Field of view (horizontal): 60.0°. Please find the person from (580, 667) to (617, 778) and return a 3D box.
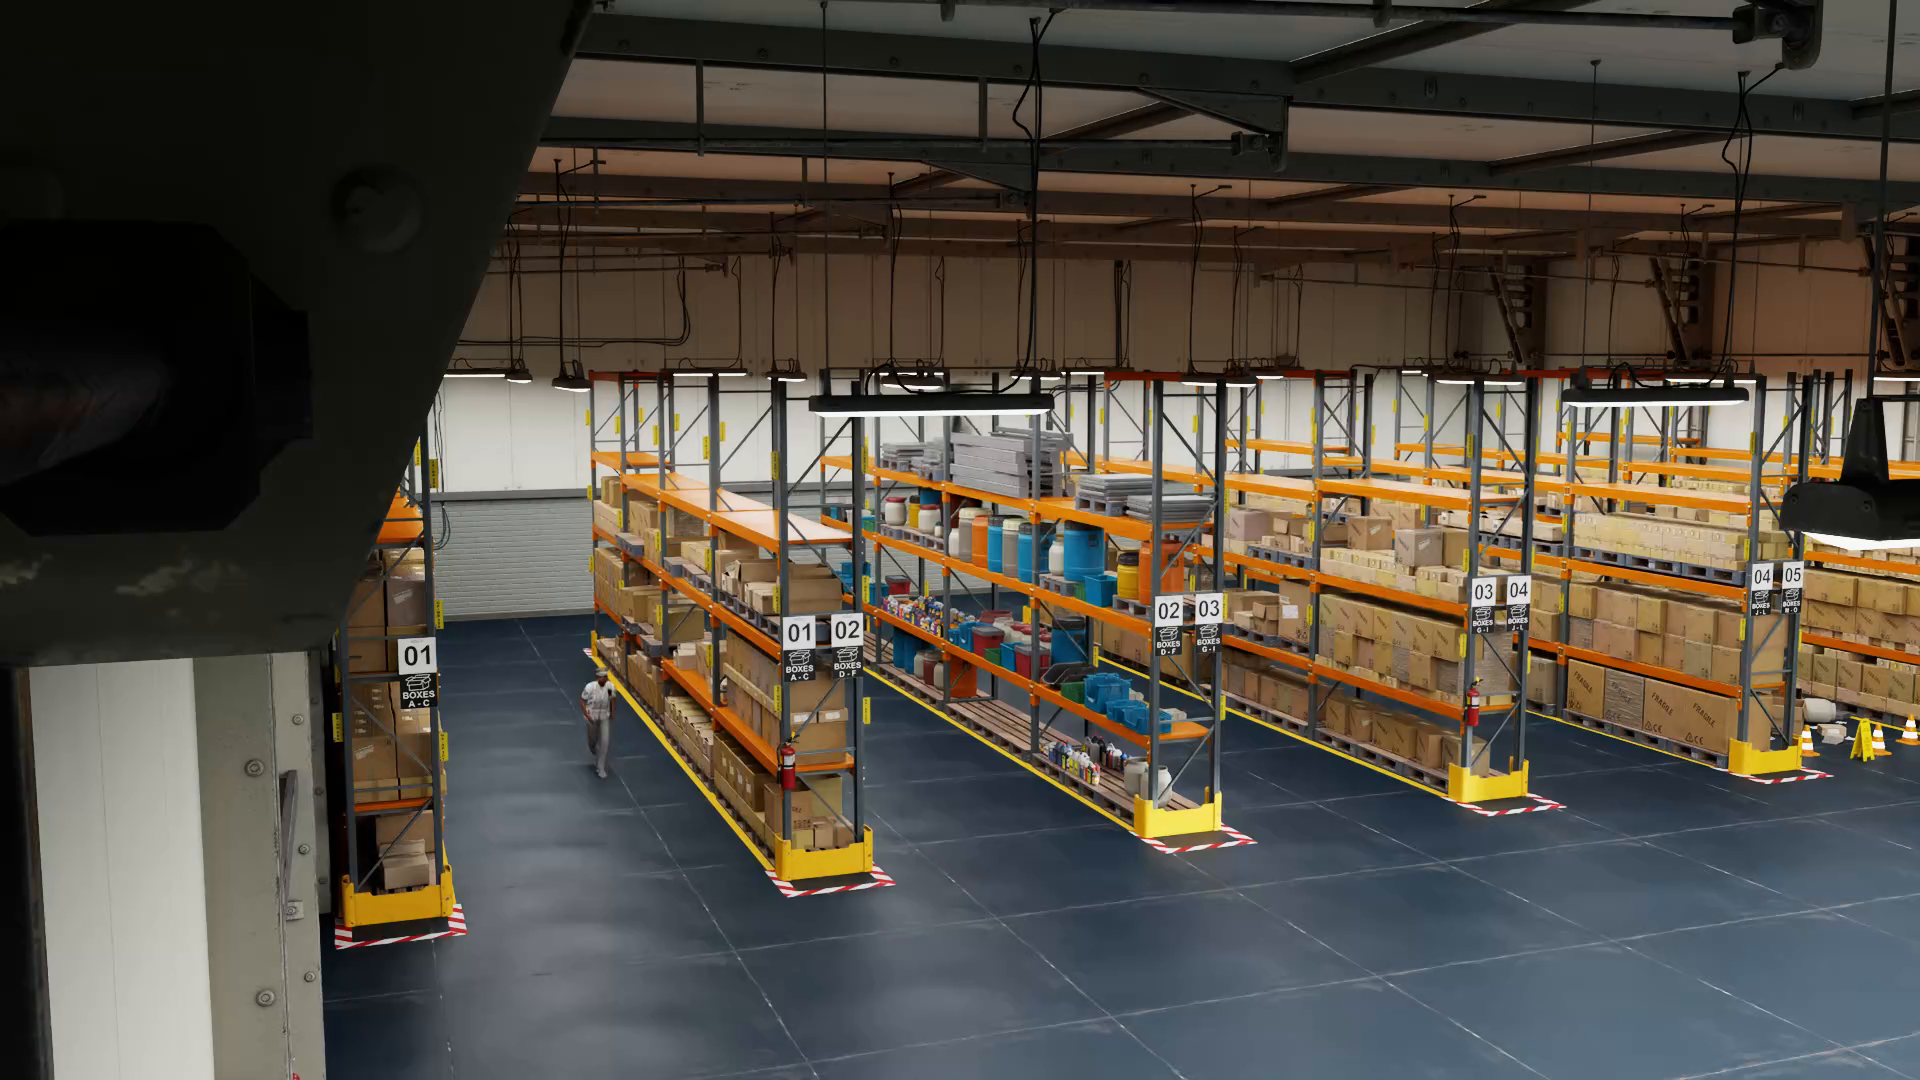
[{"bbox_3d":[-5.492,2.718,25.286,0.574,1.682,0.937,-3,7,-22],"label":"person"}]
